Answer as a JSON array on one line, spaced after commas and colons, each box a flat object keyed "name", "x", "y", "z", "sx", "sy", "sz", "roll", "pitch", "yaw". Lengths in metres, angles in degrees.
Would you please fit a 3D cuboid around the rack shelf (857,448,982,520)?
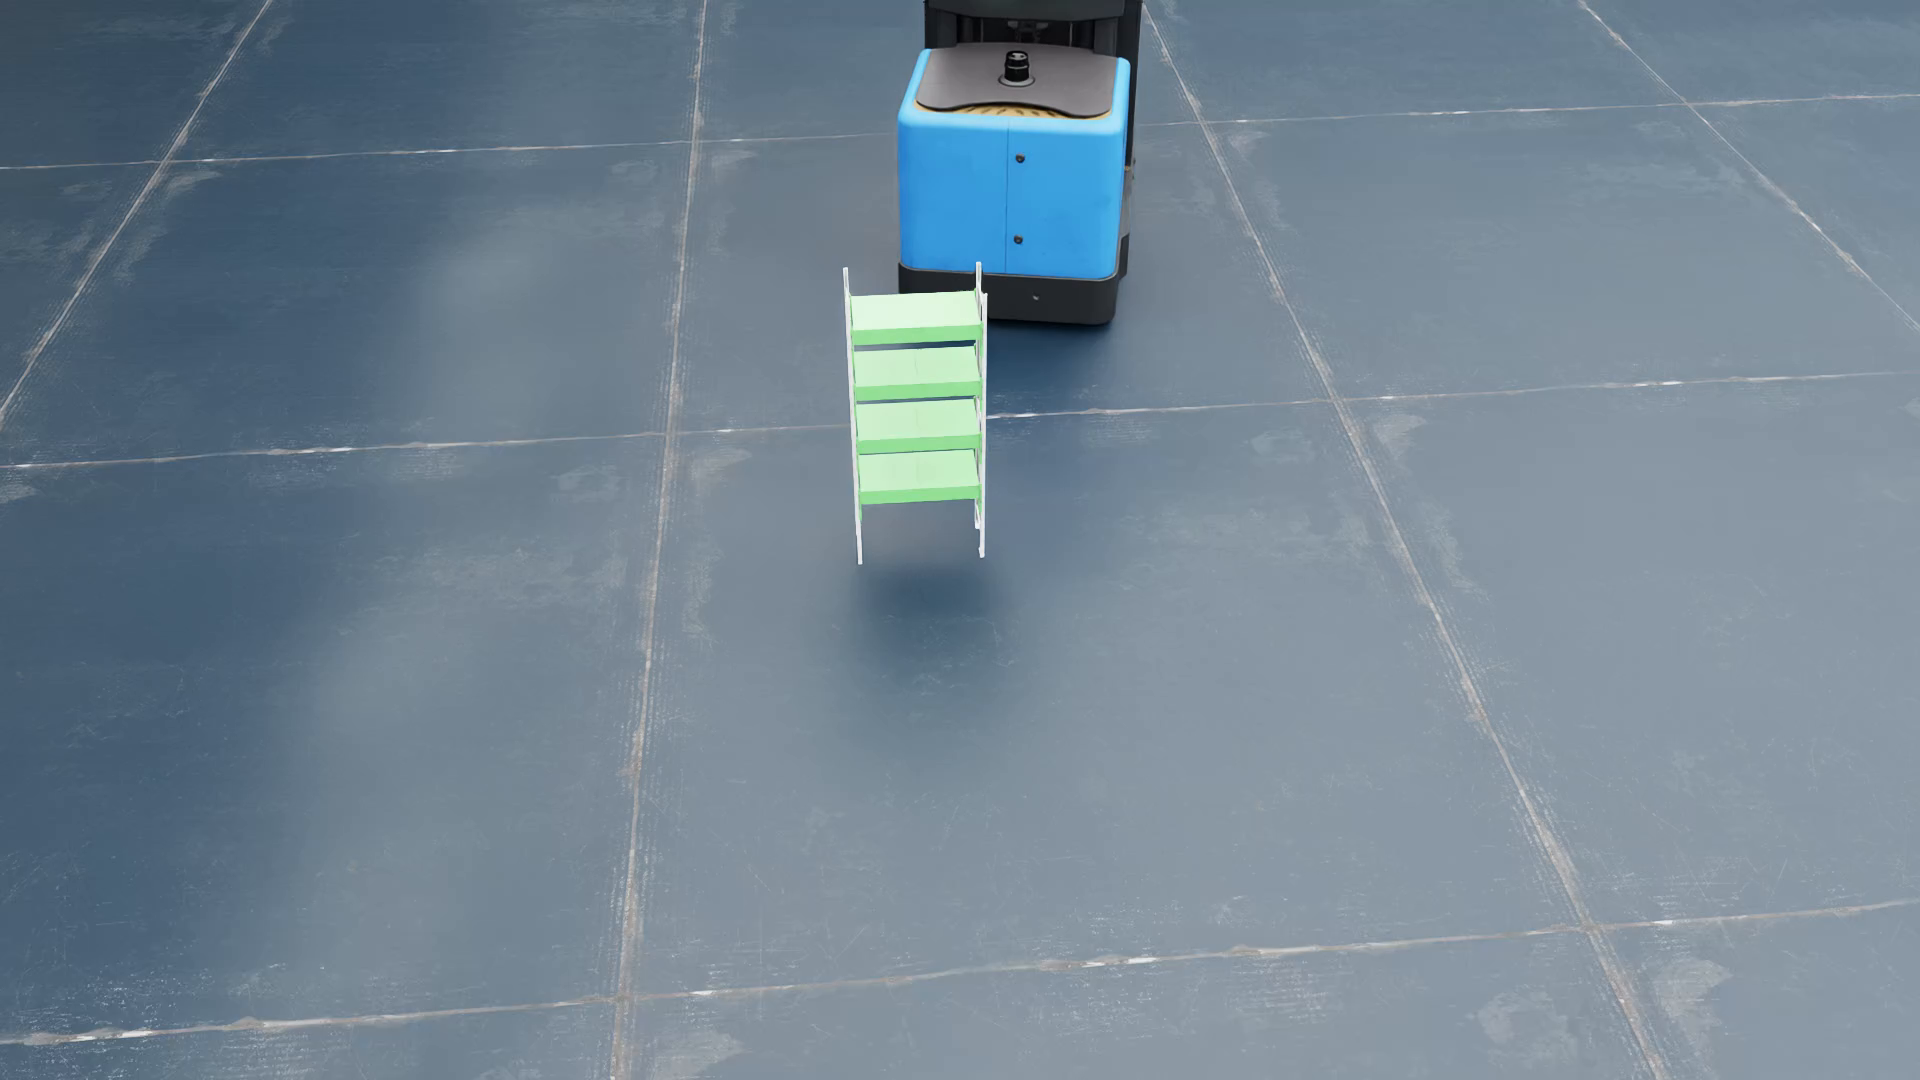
[{"name": "rack shelf", "x": -0.165, "y": -0.223, "z": 6.555, "sx": 0.480, "sy": 0.148, "sz": 0.258, "roll": -3, "pitch": 38, "yaw": -4}]

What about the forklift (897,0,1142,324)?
[{"name": "forklift", "x": 0.394, "y": -3.085, "z": 8.293, "sx": 1.130, "sy": 2.935, "sz": 3.031, "roll": 4, "pitch": 38, "yaw": 5}]

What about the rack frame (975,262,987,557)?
[{"name": "rack frame", "x": 0.078, "y": -0.475, "z": 6.384, "sx": 0.015, "sy": 1.200, "sz": 0.240, "roll": -3, "pitch": 38, "yaw": -4}]

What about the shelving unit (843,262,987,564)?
[{"name": "shelving unit", "x": -0.165, "y": -0.462, "z": 6.367, "sx": 0.503, "sy": 1.200, "sz": 0.258, "roll": -3, "pitch": 38, "yaw": -4}]

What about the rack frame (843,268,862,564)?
[{"name": "rack frame", "x": -0.408, "y": -0.449, "z": 6.350, "sx": 0.015, "sy": 1.200, "sz": 0.240, "roll": -3, "pitch": 38, "yaw": -4}]

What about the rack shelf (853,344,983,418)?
[{"name": "rack shelf", "x": -0.165, "y": -0.600, "z": 6.258, "sx": 0.480, "sy": 0.148, "sz": 0.258, "roll": -3, "pitch": 38, "yaw": -4}]

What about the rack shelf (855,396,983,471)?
[{"name": "rack shelf", "x": -0.165, "y": -0.412, "z": 6.406, "sx": 0.480, "sy": 0.148, "sz": 0.258, "roll": -3, "pitch": 38, "yaw": -4}]

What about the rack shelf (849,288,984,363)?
[{"name": "rack shelf", "x": -0.165, "y": -0.789, "z": 6.109, "sx": 0.480, "sy": 0.148, "sz": 0.258, "roll": -3, "pitch": 38, "yaw": -4}]
